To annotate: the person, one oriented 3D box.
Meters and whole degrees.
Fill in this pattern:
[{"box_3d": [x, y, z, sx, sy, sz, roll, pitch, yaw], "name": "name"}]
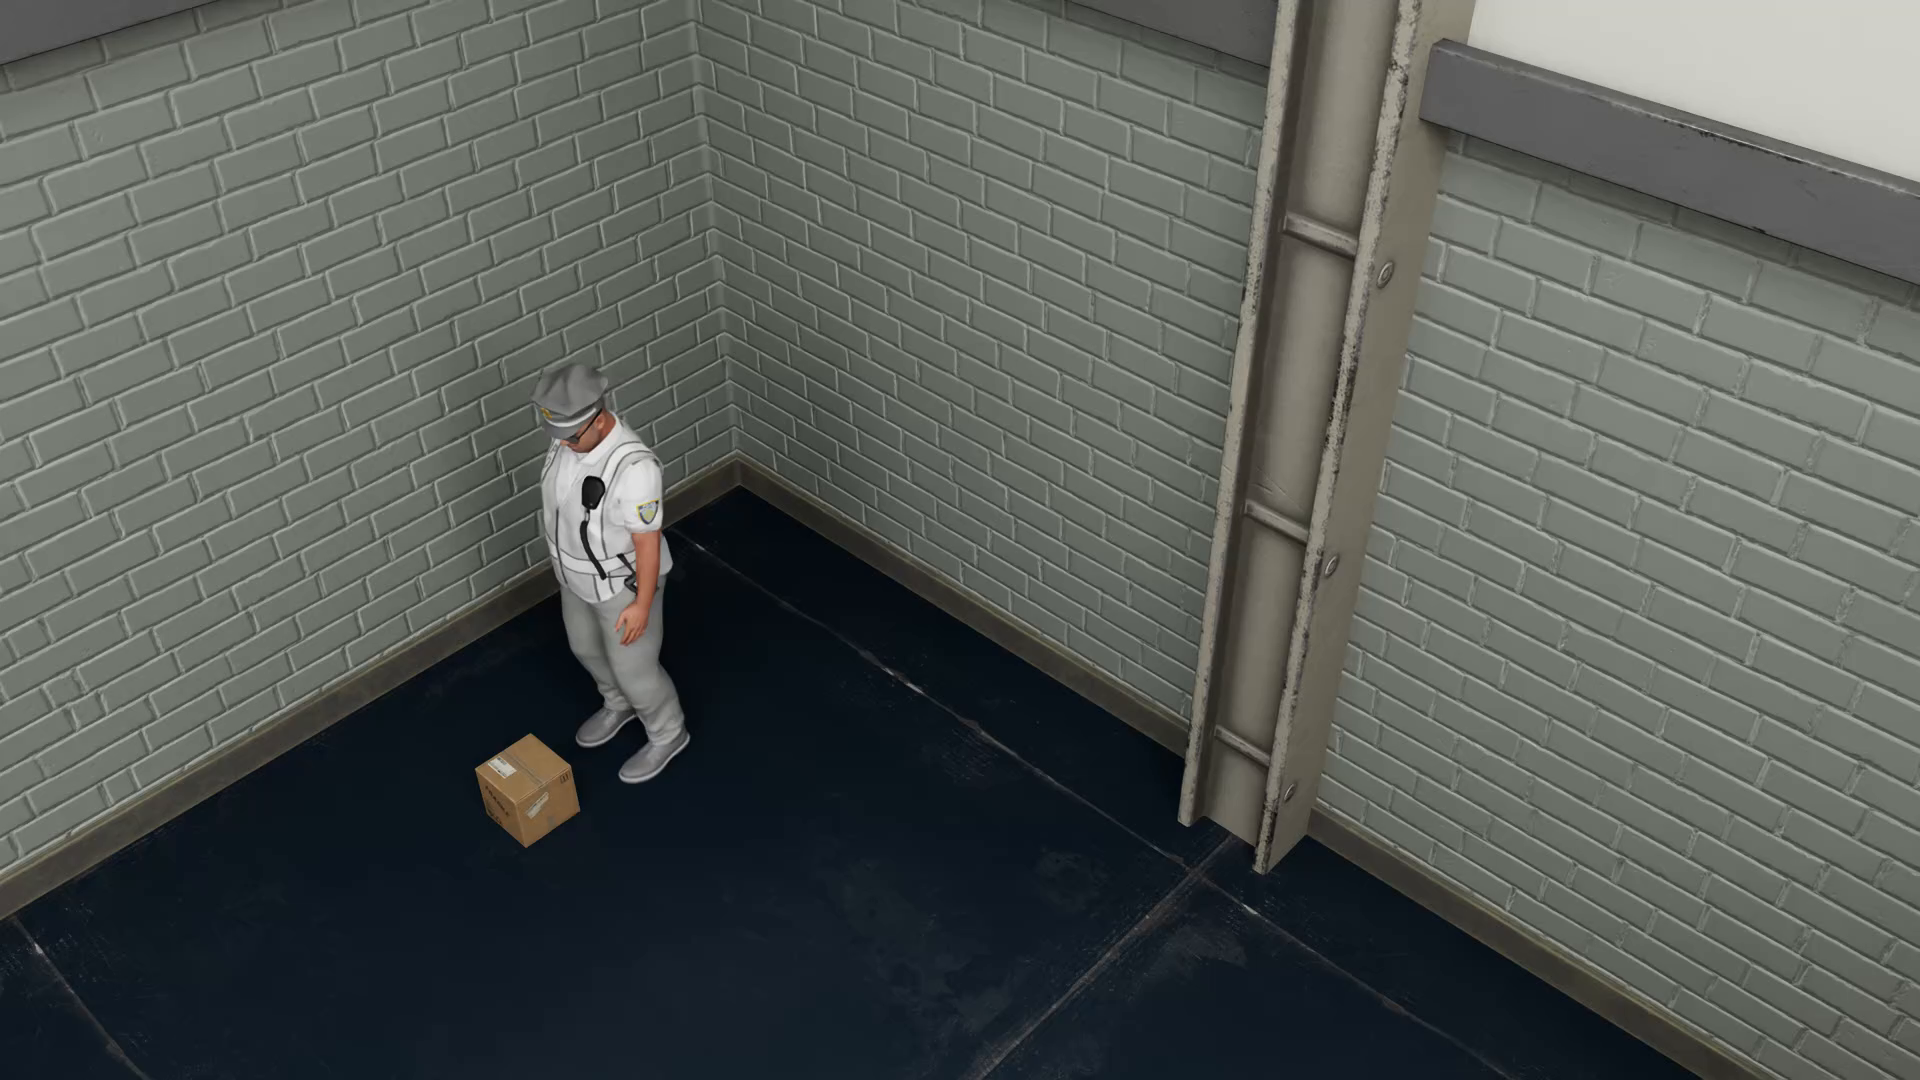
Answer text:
[{"box_3d": [-1.249, 0.129, 6.009, 0.534, 1.735, 0.389, 31, 48, 32], "name": "person"}]
